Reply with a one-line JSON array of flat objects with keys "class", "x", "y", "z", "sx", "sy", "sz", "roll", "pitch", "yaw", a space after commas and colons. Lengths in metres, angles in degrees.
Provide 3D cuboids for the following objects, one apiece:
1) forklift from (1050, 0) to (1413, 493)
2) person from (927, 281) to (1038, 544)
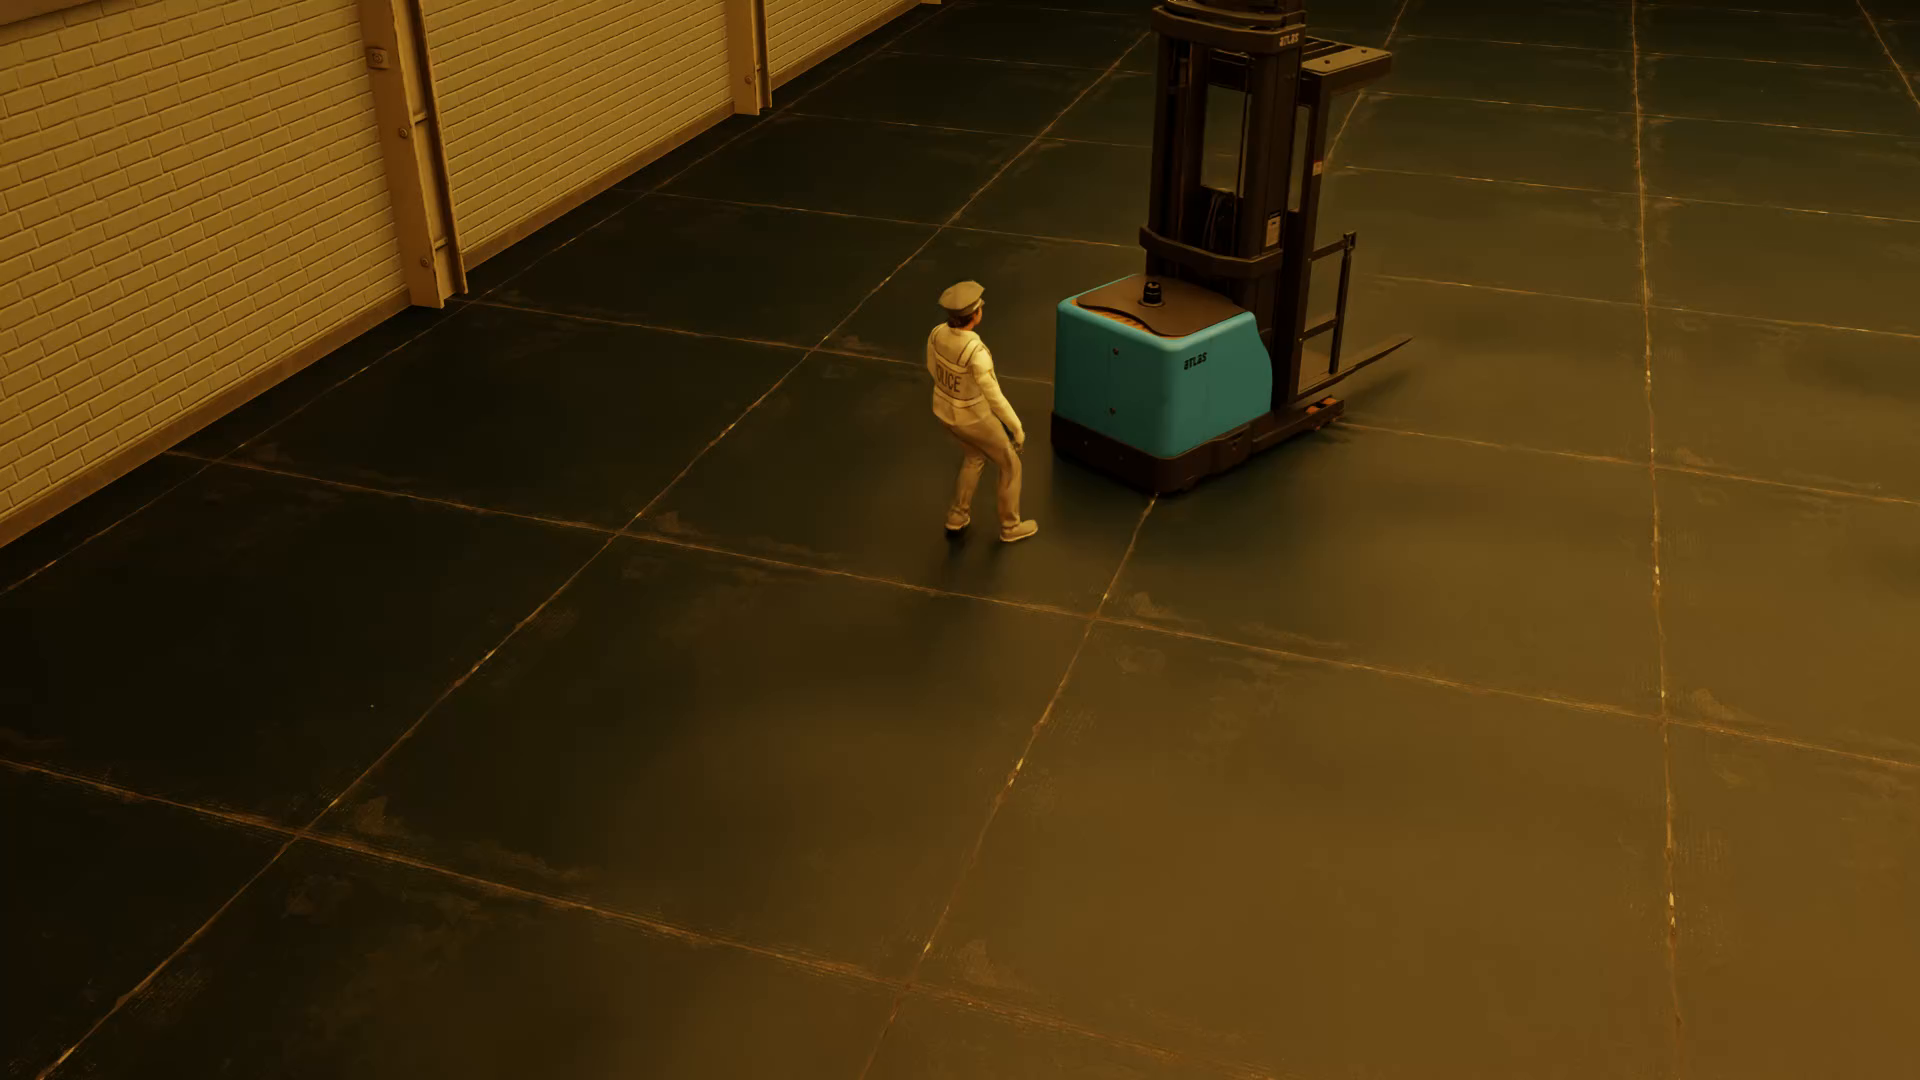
[{"class": "forklift", "x": 2.020, "y": -2.190, "z": 10.979, "sx": 3.031, "sy": 2.935, "sz": 1.130, "roll": -25, "pitch": 38, "yaw": -37}, {"class": "person", "x": 0.146, "y": -0.761, "z": 9.784, "sx": 0.569, "sy": 1.628, "sz": 0.671, "roll": -21, "pitch": 36, "yaw": -32}]
